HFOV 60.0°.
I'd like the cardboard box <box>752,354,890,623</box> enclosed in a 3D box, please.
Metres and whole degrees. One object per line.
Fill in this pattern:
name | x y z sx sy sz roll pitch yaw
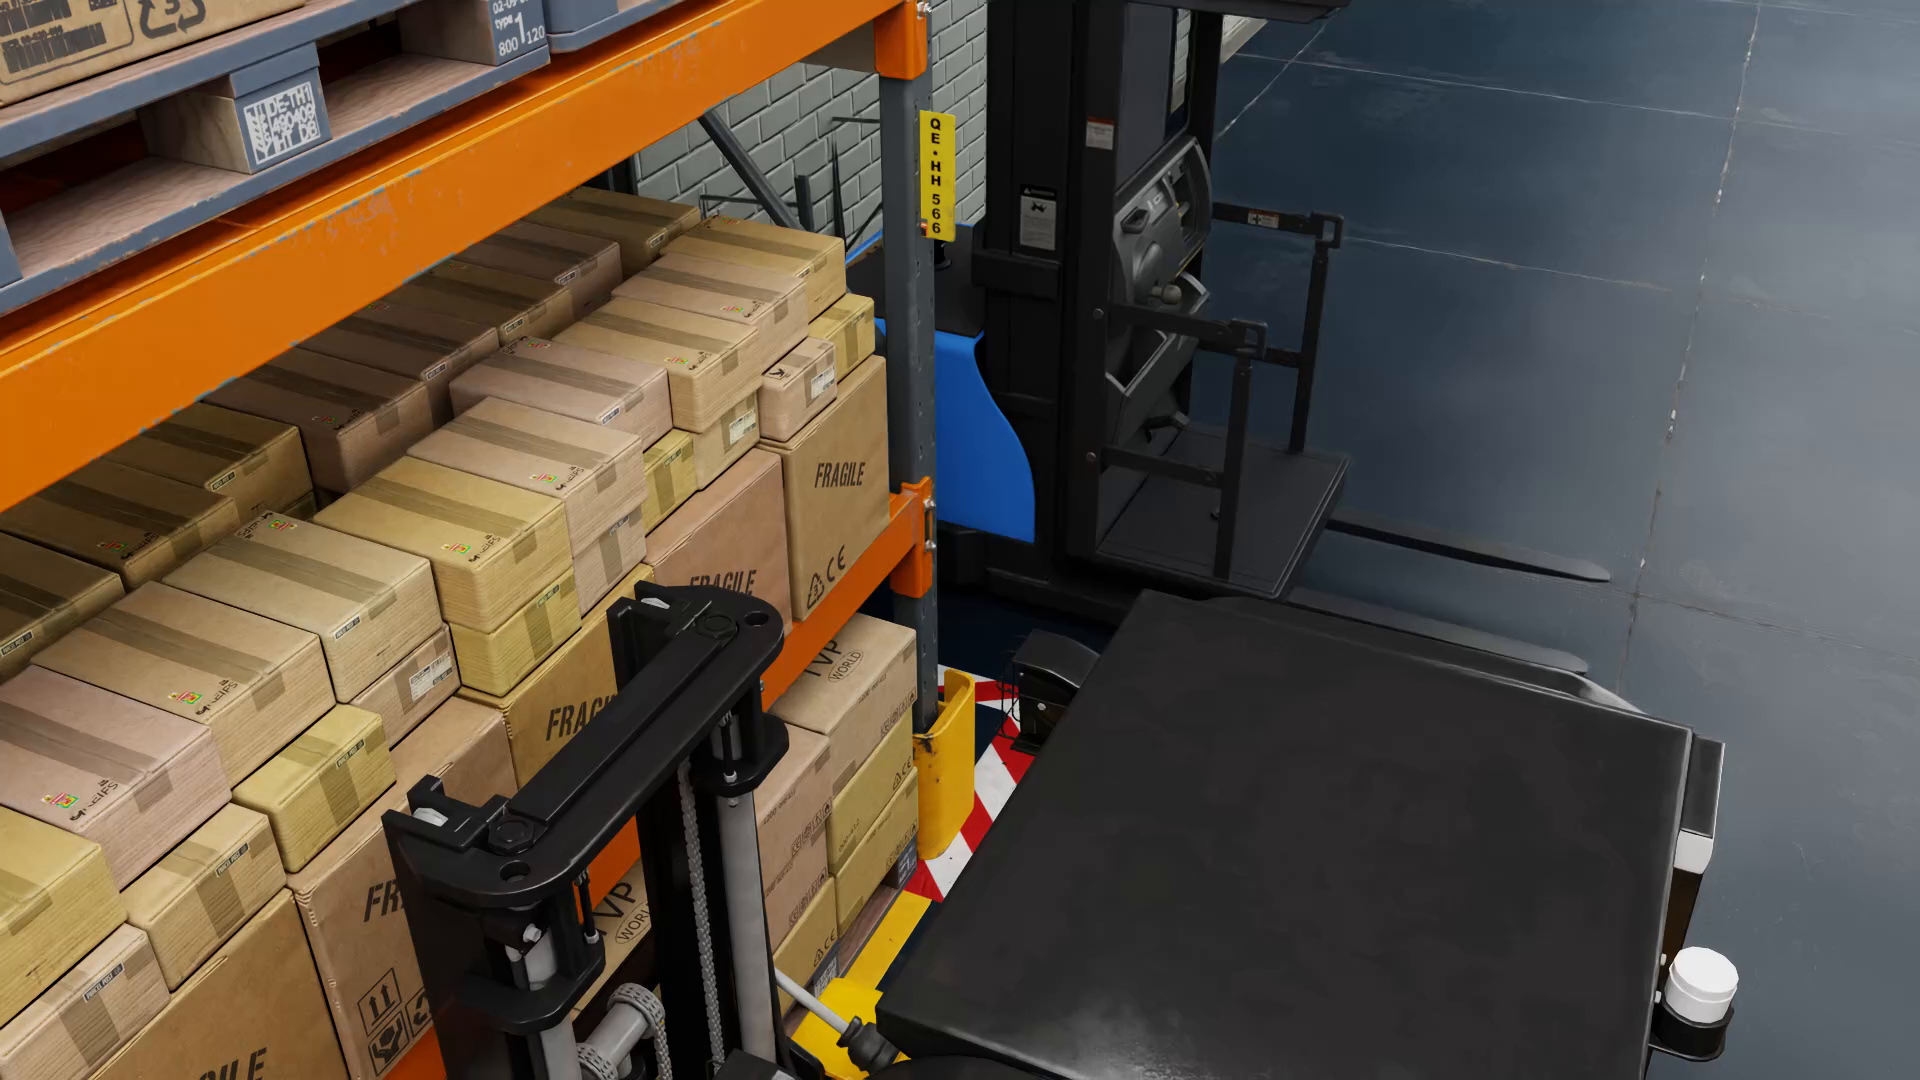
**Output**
cardboard box | -0.512 -0.182 4.200 0.500 0.500 0.500 13 36 19

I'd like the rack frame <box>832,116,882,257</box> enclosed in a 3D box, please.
rack frame | -0.302 -1.156 7.130 0.500 1.500 0.032 10 33 23

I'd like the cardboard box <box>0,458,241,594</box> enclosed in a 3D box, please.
cardboard box | -1.553 -0.001 3.061 0.380 0.149 0.250 14 36 21

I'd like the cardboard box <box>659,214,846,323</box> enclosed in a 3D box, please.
cardboard box | -0.504 -0.656 4.061 0.380 0.149 0.250 14 36 21

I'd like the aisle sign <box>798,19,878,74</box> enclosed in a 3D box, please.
aisle sign | -0.251 -1.498 3.928 0.394 0.787 0.004 14 36 20

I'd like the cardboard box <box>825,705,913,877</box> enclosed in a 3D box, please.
cardboard box | -0.465 0.634 4.716 0.500 0.250 0.500 14 36 20

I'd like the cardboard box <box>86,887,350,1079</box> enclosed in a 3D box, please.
cardboard box | -1.382 0.828 2.660 0.500 0.500 0.500 14 36 20

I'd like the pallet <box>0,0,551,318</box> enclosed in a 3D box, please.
pallet | -1.374 -0.707 2.437 1.003 0.211 1.213 14 36 20

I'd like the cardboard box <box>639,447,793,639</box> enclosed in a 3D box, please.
cardboard box | -0.738 0.075 3.810 0.500 0.500 0.500 15 36 22

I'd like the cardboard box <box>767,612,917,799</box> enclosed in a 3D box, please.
cardboard box | -0.454 0.412 4.599 0.500 0.250 0.500 15 36 22

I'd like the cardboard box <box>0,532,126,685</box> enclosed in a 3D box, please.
cardboard box | -1.660 0.132 2.859 0.380 0.149 0.250 15 36 22

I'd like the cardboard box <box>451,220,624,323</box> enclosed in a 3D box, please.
cardboard box | -1.048 -0.646 4.046 0.380 0.149 0.250 15 36 22

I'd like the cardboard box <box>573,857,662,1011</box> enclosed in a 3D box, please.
cardboard box | -0.865 0.921 3.823 0.500 0.250 0.500 15 36 21

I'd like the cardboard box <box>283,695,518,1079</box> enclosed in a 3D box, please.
cardboard box | -1.152 0.583 3.034 0.500 0.500 0.500 14 36 21

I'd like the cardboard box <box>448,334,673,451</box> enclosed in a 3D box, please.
cardboard box | -0.835 -0.282 3.491 0.380 0.149 0.250 14 36 21

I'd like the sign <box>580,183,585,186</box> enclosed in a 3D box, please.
sign | -1.047 -0.971 4.633 0.100 0.325 0.005 14 36 20

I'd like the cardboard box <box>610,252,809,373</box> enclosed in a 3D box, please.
cardboard box | -0.579 -0.526 3.863 0.380 0.149 0.250 14 36 21

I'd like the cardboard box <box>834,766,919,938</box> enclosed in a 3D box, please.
cardboard box | -0.455 0.836 4.865 0.500 0.250 0.500 14 36 21

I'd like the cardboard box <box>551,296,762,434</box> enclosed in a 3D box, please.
cardboard box | -0.663 -0.389 3.654 0.380 0.149 0.250 15 36 22

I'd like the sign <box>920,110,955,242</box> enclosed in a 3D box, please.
sign | -0.058 -0.897 4.111 0.100 0.325 0.005 14 36 20

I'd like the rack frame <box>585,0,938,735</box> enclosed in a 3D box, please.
rack frame | -0.545 -0.445 4.693 1.000 3.000 0.127 14 36 20

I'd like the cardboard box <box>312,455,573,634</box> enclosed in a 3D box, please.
cardboard box | -0.946 0.003 3.056 0.380 0.149 0.250 15 36 21

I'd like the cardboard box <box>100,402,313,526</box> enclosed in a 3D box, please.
cardboard box | -1.521 -0.142 3.277 0.380 0.149 0.250 13 36 19

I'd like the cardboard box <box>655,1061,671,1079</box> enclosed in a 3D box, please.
cardboard box | -0.881 1.143 3.939 0.500 0.250 0.500 13 36 19

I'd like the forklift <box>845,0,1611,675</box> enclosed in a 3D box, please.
forklift | 0.897 -1.101 5.757 3.031 2.935 1.130 14 36 21

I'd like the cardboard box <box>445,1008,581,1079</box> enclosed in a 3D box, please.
cardboard box | -1.084 1.172 3.440 0.500 0.250 0.500 13 36 20

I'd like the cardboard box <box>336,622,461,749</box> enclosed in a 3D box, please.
cardboard box | -1.136 0.227 2.986 0.380 0.149 0.250 14 36 20

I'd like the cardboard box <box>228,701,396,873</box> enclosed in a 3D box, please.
cardboard box | -1.181 0.370 2.768 0.380 0.149 0.250 13 36 20

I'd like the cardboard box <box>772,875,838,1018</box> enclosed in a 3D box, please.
cardboard box | -0.671 1.081 4.490 0.500 0.250 0.500 14 36 20

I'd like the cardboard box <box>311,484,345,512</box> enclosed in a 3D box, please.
cardboard box | -1.416 -0.159 3.575 0.380 0.149 0.250 15 36 21

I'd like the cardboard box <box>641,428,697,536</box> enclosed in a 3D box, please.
cardboard box | -0.794 -0.151 3.562 0.380 0.149 0.250 14 36 20

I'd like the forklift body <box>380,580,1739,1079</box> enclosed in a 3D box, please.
forklift body | 0.319 1.273 2.848 2.313 2.155 1.214 14 36 20

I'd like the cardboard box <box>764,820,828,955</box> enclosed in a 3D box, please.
cardboard box | -0.684 0.881 4.339 0.500 0.250 0.500 14 36 20

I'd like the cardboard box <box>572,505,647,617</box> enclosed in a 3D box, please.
cardboard box | -0.863 -0.007 3.343 0.380 0.149 0.250 13 35 19

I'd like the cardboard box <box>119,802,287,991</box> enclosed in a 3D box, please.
cardboard box | -1.285 0.505 2.562 0.380 0.149 0.250 13 35 19

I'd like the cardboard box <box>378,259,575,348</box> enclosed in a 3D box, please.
cardboard box | -1.117 -0.507 3.834 0.380 0.149 0.250 15 36 21

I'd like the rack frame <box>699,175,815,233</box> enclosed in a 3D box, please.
rack frame | -0.719 -0.670 6.341 0.500 1.500 0.032 10 33 23

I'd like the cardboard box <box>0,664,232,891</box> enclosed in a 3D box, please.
cardboard box | -1.349 0.359 2.513 0.380 0.149 0.250 14 36 20

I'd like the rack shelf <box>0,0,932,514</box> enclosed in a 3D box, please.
rack shelf | -1.382 -0.403 2.549 1.077 0.370 4.000 14 36 20

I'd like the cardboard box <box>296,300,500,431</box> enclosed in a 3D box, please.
cardboard box | -1.234 -0.387 3.651 0.380 0.149 0.250 14 36 21

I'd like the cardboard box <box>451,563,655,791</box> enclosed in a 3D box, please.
cardboard box | -0.952 0.330 3.420 0.500 0.500 0.500 13 36 20

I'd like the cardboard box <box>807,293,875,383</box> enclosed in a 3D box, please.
cardboard box | -0.436 -0.521 4.127 0.380 0.149 0.250 15 36 21

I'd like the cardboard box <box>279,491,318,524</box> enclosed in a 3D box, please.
cardboard box | -1.525 -0.025 3.369 0.380 0.149 0.250 15 36 22

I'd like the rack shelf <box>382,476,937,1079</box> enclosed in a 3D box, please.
rack shelf | -1.382 0.852 3.372 1.077 0.370 4.000 14 36 20

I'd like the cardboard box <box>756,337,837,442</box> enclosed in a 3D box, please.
cardboard box | -0.516 -0.387 3.922 0.380 0.149 0.250 15 36 21

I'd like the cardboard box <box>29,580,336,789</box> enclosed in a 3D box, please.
cardboard box | -1.261 0.231 2.708 0.380 0.149 0.250 14 36 21

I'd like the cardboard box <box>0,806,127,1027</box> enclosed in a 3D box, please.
cardboard box | -1.405 0.499 2.300 0.380 0.149 0.250 14 36 20

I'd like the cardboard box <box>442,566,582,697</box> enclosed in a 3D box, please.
cardboard box | -0.950 0.123 3.144 0.380 0.149 0.250 14 36 21

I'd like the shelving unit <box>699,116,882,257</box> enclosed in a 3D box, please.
shelving unit | -0.514 -0.909 6.729 0.587 1.500 1.083 10 33 23

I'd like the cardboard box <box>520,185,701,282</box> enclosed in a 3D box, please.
cardboard box | -0.880 -0.764 4.226 0.380 0.149 0.250 13 36 20

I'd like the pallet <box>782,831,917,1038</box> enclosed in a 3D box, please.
pallet | -0.827 1.111 4.862 1.003 0.211 1.213 14 36 20

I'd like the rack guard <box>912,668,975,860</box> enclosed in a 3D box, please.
rack guard | -0.535 0.588 5.397 1.175 0.500 0.348 14 36 20

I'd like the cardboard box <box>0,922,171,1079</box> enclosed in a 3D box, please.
cardboard box | -1.374 0.634 2.365 0.380 0.149 0.250 14 36 20

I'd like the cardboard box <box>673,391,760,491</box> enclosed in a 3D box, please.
cardboard box | -0.680 -0.272 3.747 0.380 0.149 0.250 15 36 21

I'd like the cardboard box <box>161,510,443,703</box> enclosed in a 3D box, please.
cardboard box | -1.140 0.109 2.894 0.380 0.149 0.250 15 36 21

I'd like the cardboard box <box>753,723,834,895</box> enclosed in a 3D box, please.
cardboard box | -0.663 0.667 4.209 0.500 0.250 0.500 15 36 21

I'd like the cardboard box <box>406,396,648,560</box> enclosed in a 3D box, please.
cardboard box | -0.843 -0.127 3.255 0.380 0.149 0.250 15 36 22

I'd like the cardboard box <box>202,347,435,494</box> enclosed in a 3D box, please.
cardboard box | -1.322 -0.250 3.442 0.380 0.149 0.250 15 36 22

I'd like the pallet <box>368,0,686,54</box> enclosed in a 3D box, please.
pallet | -0.864 -1.316 3.367 1.003 0.211 1.213 14 36 20
